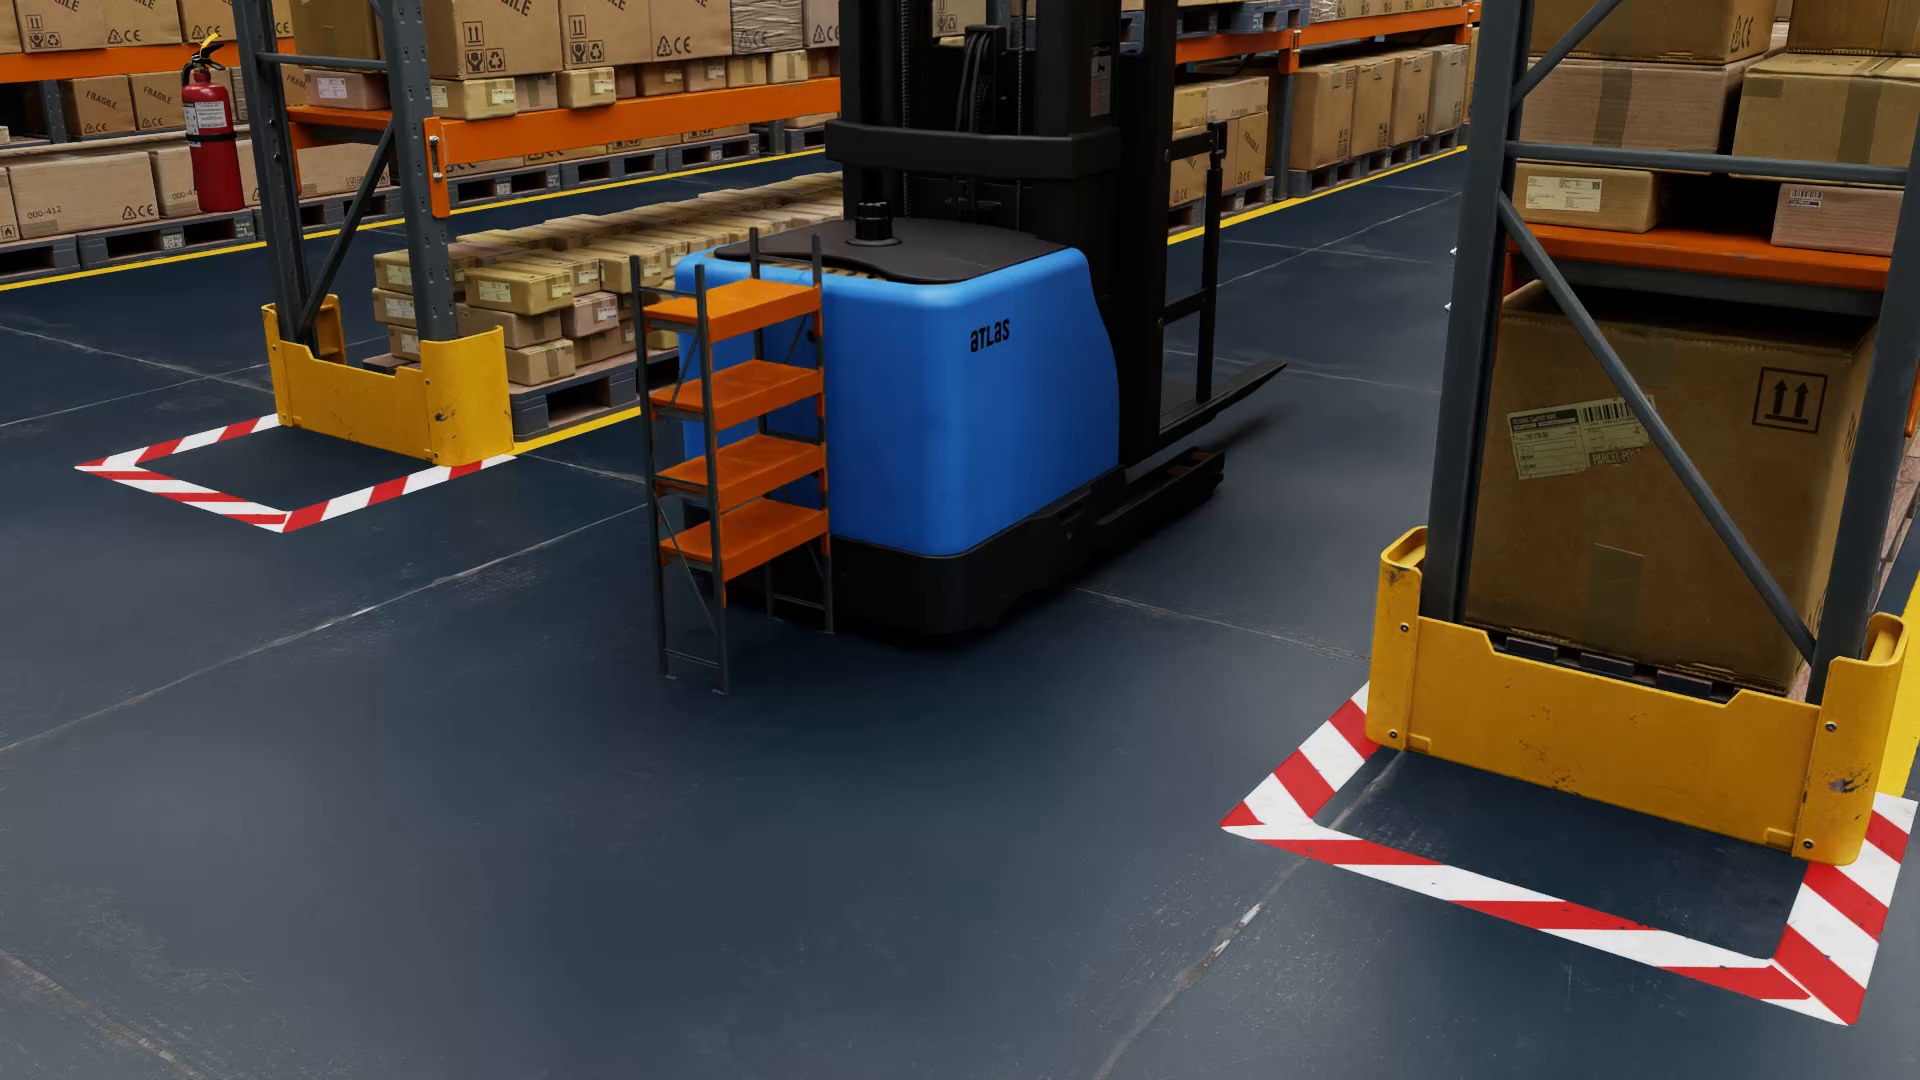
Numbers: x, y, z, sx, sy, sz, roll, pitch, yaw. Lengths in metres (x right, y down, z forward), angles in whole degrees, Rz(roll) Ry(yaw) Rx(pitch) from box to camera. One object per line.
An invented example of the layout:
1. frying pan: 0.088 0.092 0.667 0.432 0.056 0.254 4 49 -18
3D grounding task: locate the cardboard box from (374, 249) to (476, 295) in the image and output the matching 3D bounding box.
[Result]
1. cardboard box: -2.324 -1.165 7.238 0.380 0.149 0.250 14 24 32

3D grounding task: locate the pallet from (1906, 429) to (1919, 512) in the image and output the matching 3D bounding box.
1. pallet: 3.390 -0.466 6.720 1.003 0.211 1.213 13 24 32

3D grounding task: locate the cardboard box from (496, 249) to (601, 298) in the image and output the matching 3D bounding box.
1. cardboard box: -1.781 -1.151 7.199 0.380 0.149 0.250 14 24 33

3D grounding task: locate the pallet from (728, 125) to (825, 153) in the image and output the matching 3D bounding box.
1. pallet: -1.625 -3.973 16.202 1.003 0.211 1.213 13 24 32

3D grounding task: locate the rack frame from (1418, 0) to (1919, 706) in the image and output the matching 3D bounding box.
1. rack frame: 1.633 -0.829 3.682 1.000 3.000 0.127 13 24 32

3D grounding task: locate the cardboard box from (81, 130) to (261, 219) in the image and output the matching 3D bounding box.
1. cardboard box: -5.258 -2.488 11.256 0.875 0.438 0.875 12 24 30

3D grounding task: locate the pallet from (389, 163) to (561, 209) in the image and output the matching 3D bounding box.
1. pallet: -3.943 -2.838 13.132 1.003 0.211 1.213 13 24 32

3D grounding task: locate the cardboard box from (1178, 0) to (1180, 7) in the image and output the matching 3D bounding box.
1. cardboard box: 1.168 -3.451 10.528 0.380 0.149 0.250 13 24 31

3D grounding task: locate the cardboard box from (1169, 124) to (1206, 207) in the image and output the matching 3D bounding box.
1. cardboard box: 1.353 -2.602 11.474 0.500 0.500 0.500 12 23 29

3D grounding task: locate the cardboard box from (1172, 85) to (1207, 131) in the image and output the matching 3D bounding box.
1. cardboard box: 1.344 -2.960 11.360 0.500 0.250 0.500 14 24 33

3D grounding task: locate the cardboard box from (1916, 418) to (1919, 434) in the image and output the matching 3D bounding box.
1. cardboard box: 3.445 -1.003 6.611 0.875 0.875 0.875 13 24 32

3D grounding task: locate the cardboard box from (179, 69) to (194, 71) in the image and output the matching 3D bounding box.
1. cardboard box: -7.459 -4.572 15.865 0.380 0.149 0.250 13 24 32

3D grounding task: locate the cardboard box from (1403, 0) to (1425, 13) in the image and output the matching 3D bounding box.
1. cardboard box: 3.694 -4.823 14.337 0.500 0.500 0.500 14 24 32

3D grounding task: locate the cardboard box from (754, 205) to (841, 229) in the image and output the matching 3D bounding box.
1. cardboard box: -0.820 -1.570 8.333 0.380 0.149 0.250 12 24 30

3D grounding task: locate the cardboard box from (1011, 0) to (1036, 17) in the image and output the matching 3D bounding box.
1. cardboard box: 0.439 -3.075 9.512 0.380 0.149 0.250 12 23 29

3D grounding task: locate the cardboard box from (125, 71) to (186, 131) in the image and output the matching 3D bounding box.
1. cardboard box: -7.672 -4.150 15.659 0.500 0.500 0.500 13 24 31

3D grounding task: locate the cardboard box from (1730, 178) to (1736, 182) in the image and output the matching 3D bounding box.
1. cardboard box: 2.134 -1.171 4.969 0.380 0.149 0.250 13 24 31

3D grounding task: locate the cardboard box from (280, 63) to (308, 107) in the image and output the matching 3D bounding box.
1. cardboard box: -6.815 -4.593 16.856 0.500 0.500 0.500 15 25 34

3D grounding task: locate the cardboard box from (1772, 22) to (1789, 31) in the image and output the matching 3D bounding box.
1. cardboard box: 2.547 -1.531 5.367 0.500 0.250 0.500 13 24 32

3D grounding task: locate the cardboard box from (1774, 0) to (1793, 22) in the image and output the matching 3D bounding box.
1. cardboard box: 2.829 -2.020 5.609 0.500 0.500 0.500 12 24 30

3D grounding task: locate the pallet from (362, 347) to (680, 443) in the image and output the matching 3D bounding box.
1. pallet: -1.883 -0.765 7.530 1.003 0.211 1.213 13 24 32

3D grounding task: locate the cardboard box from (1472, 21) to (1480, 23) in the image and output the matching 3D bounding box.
1. cardboard box: 5.249 -4.895 17.132 0.875 0.875 0.875 13 24 32

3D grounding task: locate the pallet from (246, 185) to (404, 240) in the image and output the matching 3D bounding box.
1. pallet: -4.806 -2.399 11.945 1.003 0.211 1.213 13 24 32

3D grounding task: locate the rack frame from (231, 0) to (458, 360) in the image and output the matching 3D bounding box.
1. rack frame: -2.412 -1.825 6.376 1.000 3.000 0.127 13 24 32

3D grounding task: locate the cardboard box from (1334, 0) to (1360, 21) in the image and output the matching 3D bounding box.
1. cardboard box: 2.844 -4.390 13.165 0.500 0.500 0.500 13 24 31

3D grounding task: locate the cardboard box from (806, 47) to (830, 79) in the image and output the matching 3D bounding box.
1. cardboard box: -0.865 -2.352 8.161 0.380 0.149 0.250 13 24 31

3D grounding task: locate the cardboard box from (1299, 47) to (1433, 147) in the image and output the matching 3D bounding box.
1. cardboard box: 3.514 -3.938 14.726 1.050 0.750 0.750 13 24 32

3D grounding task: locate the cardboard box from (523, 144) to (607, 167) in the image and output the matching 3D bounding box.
1. cardboard box: -3.530 -3.564 13.533 0.875 0.875 0.875 14 25 33

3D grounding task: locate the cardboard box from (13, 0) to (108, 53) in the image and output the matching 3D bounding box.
1. cardboard box: -5.493 -3.183 9.903 0.500 0.500 0.500 13 24 32

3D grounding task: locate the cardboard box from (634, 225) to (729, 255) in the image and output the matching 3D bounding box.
1. cardboard box: -1.299 -1.363 7.773 0.380 0.149 0.250 14 25 34

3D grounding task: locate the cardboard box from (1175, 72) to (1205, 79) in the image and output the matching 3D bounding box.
1. cardboard box: 1.497 -3.346 12.405 0.500 0.250 0.500 12 23 29

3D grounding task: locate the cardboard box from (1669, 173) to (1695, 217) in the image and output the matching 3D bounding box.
1. cardboard box: 1.706 -0.952 4.378 0.380 0.149 0.250 14 24 32

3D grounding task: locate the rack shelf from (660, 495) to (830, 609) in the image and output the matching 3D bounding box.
1. rack shelf: -0.615 0.024 4.732 0.258 0.148 0.480 12 24 30

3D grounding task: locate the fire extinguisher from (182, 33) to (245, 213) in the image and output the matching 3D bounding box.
1. fire extinguisher: -2.935 -1.632 6.502 0.296 0.674 0.183 13 24 32

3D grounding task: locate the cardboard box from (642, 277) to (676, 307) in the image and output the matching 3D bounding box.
1. cardboard box: -1.406 -1.132 7.578 0.380 0.149 0.250 14 25 33

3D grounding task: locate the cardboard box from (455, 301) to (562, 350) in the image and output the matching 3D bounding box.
1. cardboard box: -1.905 -0.925 7.017 0.380 0.149 0.250 14 25 34

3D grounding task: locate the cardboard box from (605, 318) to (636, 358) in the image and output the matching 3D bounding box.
1. cardboard box: -1.639 -0.937 7.477 0.380 0.149 0.250 14 24 32

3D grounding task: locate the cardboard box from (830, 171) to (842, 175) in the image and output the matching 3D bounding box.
1. cardboard box: -0.528 -2.053 9.639 0.380 0.149 0.250 14 25 34

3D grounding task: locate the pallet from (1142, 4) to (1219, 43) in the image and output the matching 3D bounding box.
1. pallet: 1.006 -3.455 11.057 1.003 0.211 1.213 13 24 32

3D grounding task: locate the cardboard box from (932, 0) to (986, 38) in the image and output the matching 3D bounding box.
1. cardboard box: -0.202 -2.965 8.885 0.500 0.500 0.500 13 24 32

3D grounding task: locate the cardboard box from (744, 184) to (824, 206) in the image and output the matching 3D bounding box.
1. cardboard box: -0.961 -1.824 9.020 0.380 0.149 0.250 13 24 30

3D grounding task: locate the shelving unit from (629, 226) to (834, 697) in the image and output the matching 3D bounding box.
1. shelving unit: -0.616 -0.225 4.639 0.258 1.200 0.503 12 24 30

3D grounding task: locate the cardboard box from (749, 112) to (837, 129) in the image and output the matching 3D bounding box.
1. cardboard box: -1.740 -4.182 15.928 0.950 0.372 0.625 11 23 28

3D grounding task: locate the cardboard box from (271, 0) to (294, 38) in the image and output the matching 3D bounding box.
1. cardboard box: -4.648 -3.625 11.096 0.500 0.500 0.500 13 24 31

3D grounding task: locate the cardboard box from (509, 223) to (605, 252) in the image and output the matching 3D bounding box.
1. cardboard box: -1.897 -1.387 7.838 0.380 0.149 0.250 12 24 30

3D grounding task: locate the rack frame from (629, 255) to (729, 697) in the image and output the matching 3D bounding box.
1. rack frame: -0.746 -0.152 4.446 0.240 1.200 0.015 12 24 30

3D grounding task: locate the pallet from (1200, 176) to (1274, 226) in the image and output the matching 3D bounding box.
1. pallet: 1.645 -2.589 12.459 1.003 0.211 1.213 13 24 32

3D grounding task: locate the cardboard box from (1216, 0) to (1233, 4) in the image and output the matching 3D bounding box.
1. cardboard box: 1.610 -3.675 11.134 0.380 0.149 0.250 12 23 29

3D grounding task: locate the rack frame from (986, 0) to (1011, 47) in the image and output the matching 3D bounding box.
1. rack frame: -0.163 -2.973 9.478 1.000 3.000 0.127 13 24 32

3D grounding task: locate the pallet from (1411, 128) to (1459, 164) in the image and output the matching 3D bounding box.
1. pallet: 3.962 -3.724 15.529 1.003 0.211 1.213 13 24 32

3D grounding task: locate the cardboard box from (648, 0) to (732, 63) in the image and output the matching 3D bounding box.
1. cardboard box: -1.365 -2.383 7.311 0.500 0.500 0.500 14 24 33

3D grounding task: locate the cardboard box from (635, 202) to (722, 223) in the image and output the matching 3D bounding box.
1. cardboard box: -1.428 -1.610 8.440 0.380 0.149 0.250 13 24 32

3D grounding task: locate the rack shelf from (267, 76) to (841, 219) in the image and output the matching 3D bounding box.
1. rack shelf: -1.288 -2.062 8.052 1.077 0.370 4.000 13 24 32

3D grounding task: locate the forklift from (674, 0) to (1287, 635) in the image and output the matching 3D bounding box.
1. forklift: 0.334 -1.560 5.757 1.130 2.935 3.031 12 24 30

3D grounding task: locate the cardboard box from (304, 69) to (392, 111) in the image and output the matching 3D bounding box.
1. cardboard box: -2.462 -1.856 6.821 0.380 0.149 0.250 13 24 32

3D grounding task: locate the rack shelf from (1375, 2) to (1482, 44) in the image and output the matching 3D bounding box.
1. rack shelf: 5.458 -5.505 17.360 1.077 0.370 4.000 13 24 32

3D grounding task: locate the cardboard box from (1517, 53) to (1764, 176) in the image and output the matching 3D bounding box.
1. cardboard box: 1.686 -1.089 4.172 0.500 0.250 0.500 13 24 31

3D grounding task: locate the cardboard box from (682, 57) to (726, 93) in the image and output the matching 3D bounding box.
1. cardboard box: -1.287 -2.124 7.545 0.380 0.149 0.250 13 24 31

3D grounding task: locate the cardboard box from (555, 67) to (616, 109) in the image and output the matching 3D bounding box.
1. cardboard box: -1.654 -1.884 6.897 0.380 0.149 0.250 12 24 30
